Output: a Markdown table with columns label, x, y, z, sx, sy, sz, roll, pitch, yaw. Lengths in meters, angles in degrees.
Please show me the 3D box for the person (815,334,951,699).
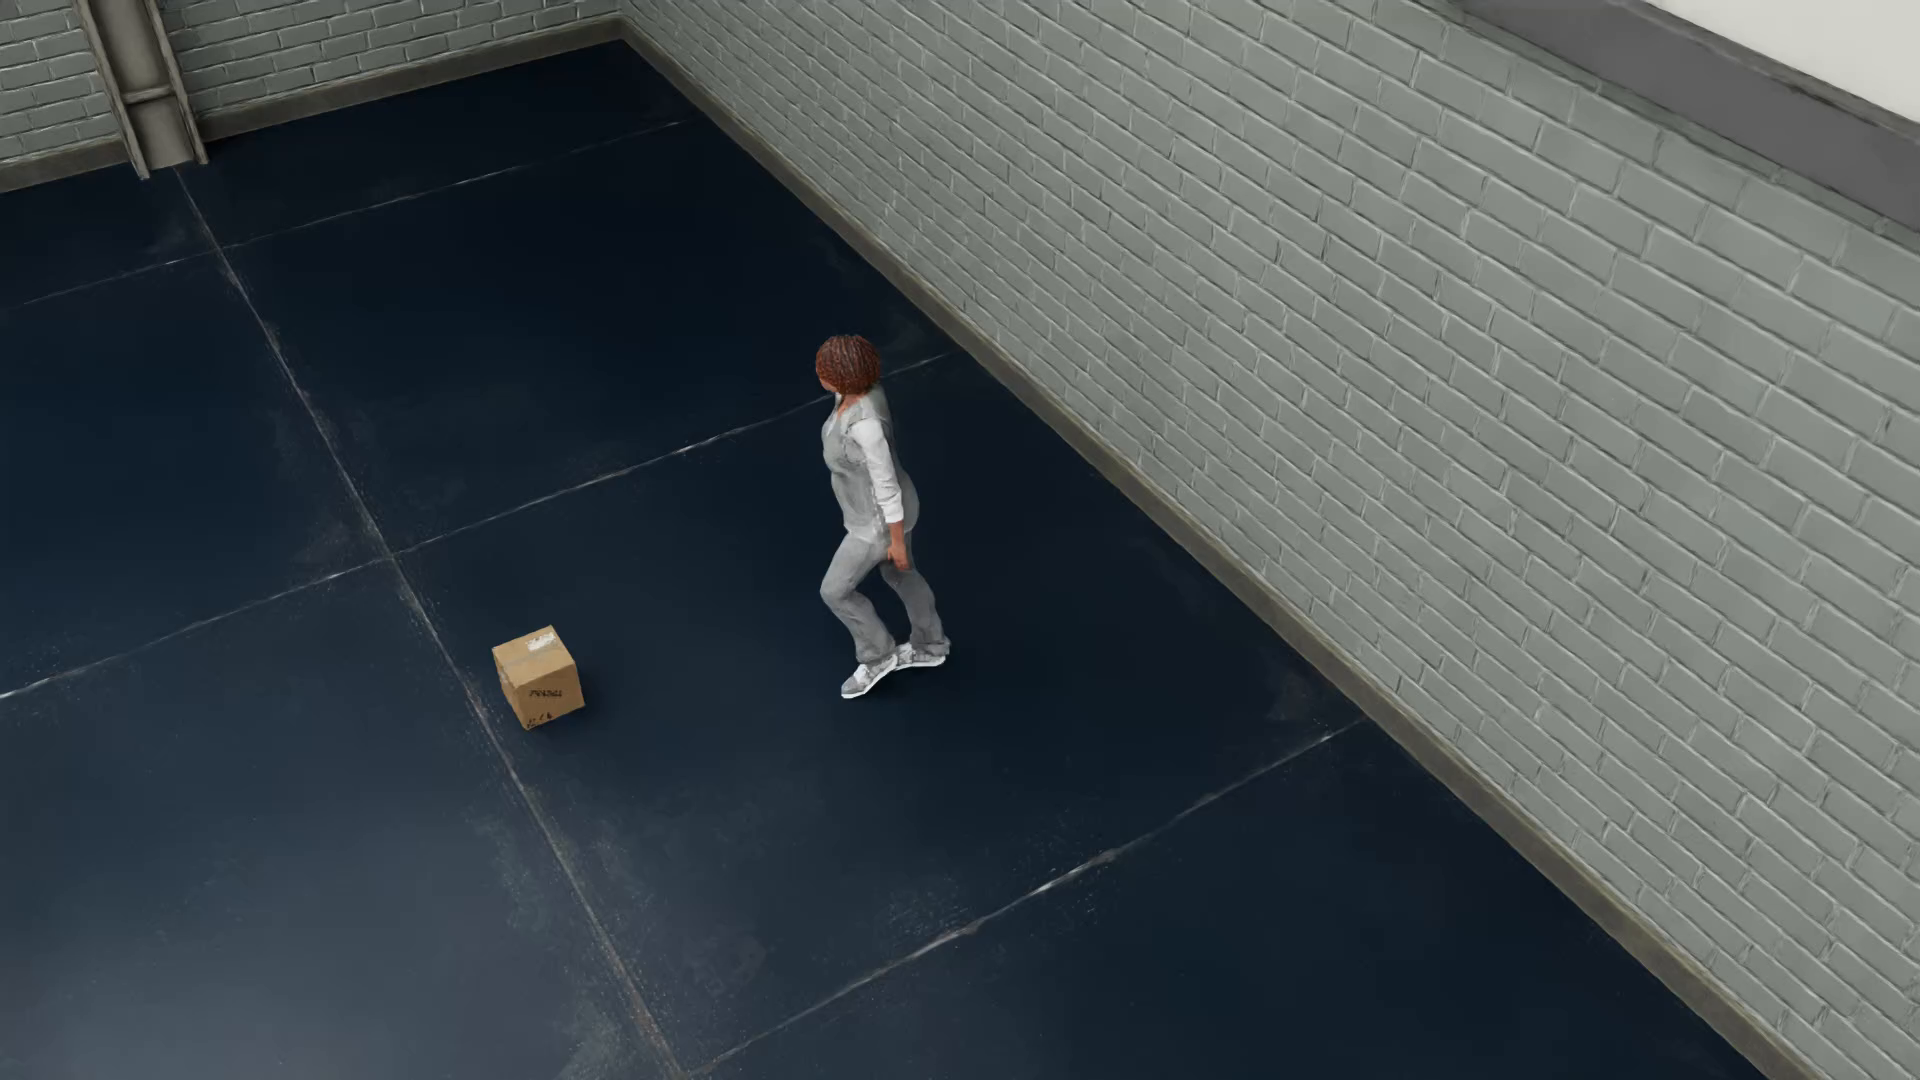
| label | x | y | z | sx | sy | sz | roll | pitch | yaw |
| --- | --- | --- | --- | --- | --- | --- | --- | --- | --- |
| person | -0.285 | -0.093 | 6.258 | 0.500 | 1.596 | 0.442 | 0 | 41 | 0 |
